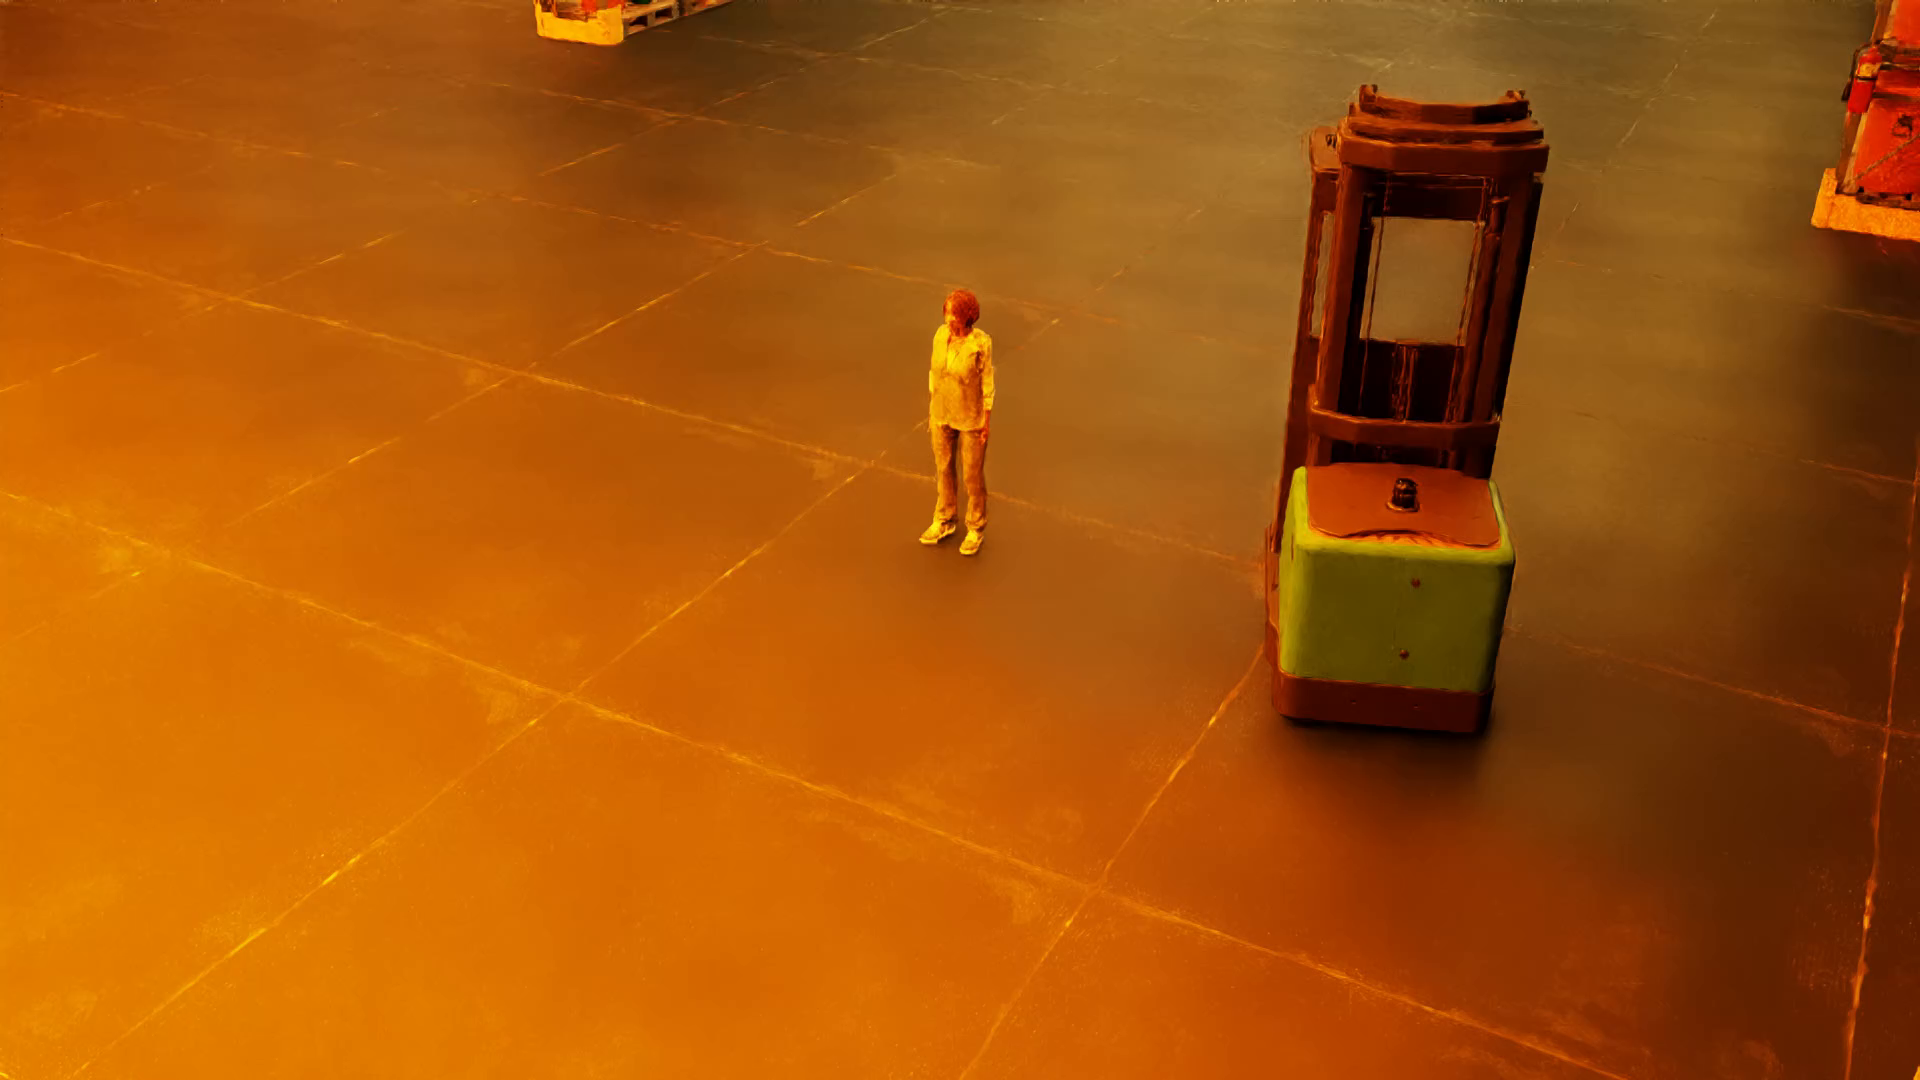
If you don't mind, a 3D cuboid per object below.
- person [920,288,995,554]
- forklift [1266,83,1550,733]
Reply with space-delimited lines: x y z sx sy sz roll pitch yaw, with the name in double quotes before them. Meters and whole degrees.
"person" -0.004 -0.644 9.622 0.405 1.501 0.310 15 33 25
"forklift" 2.326 -1.034 8.862 1.130 2.935 3.031 4 30 8
